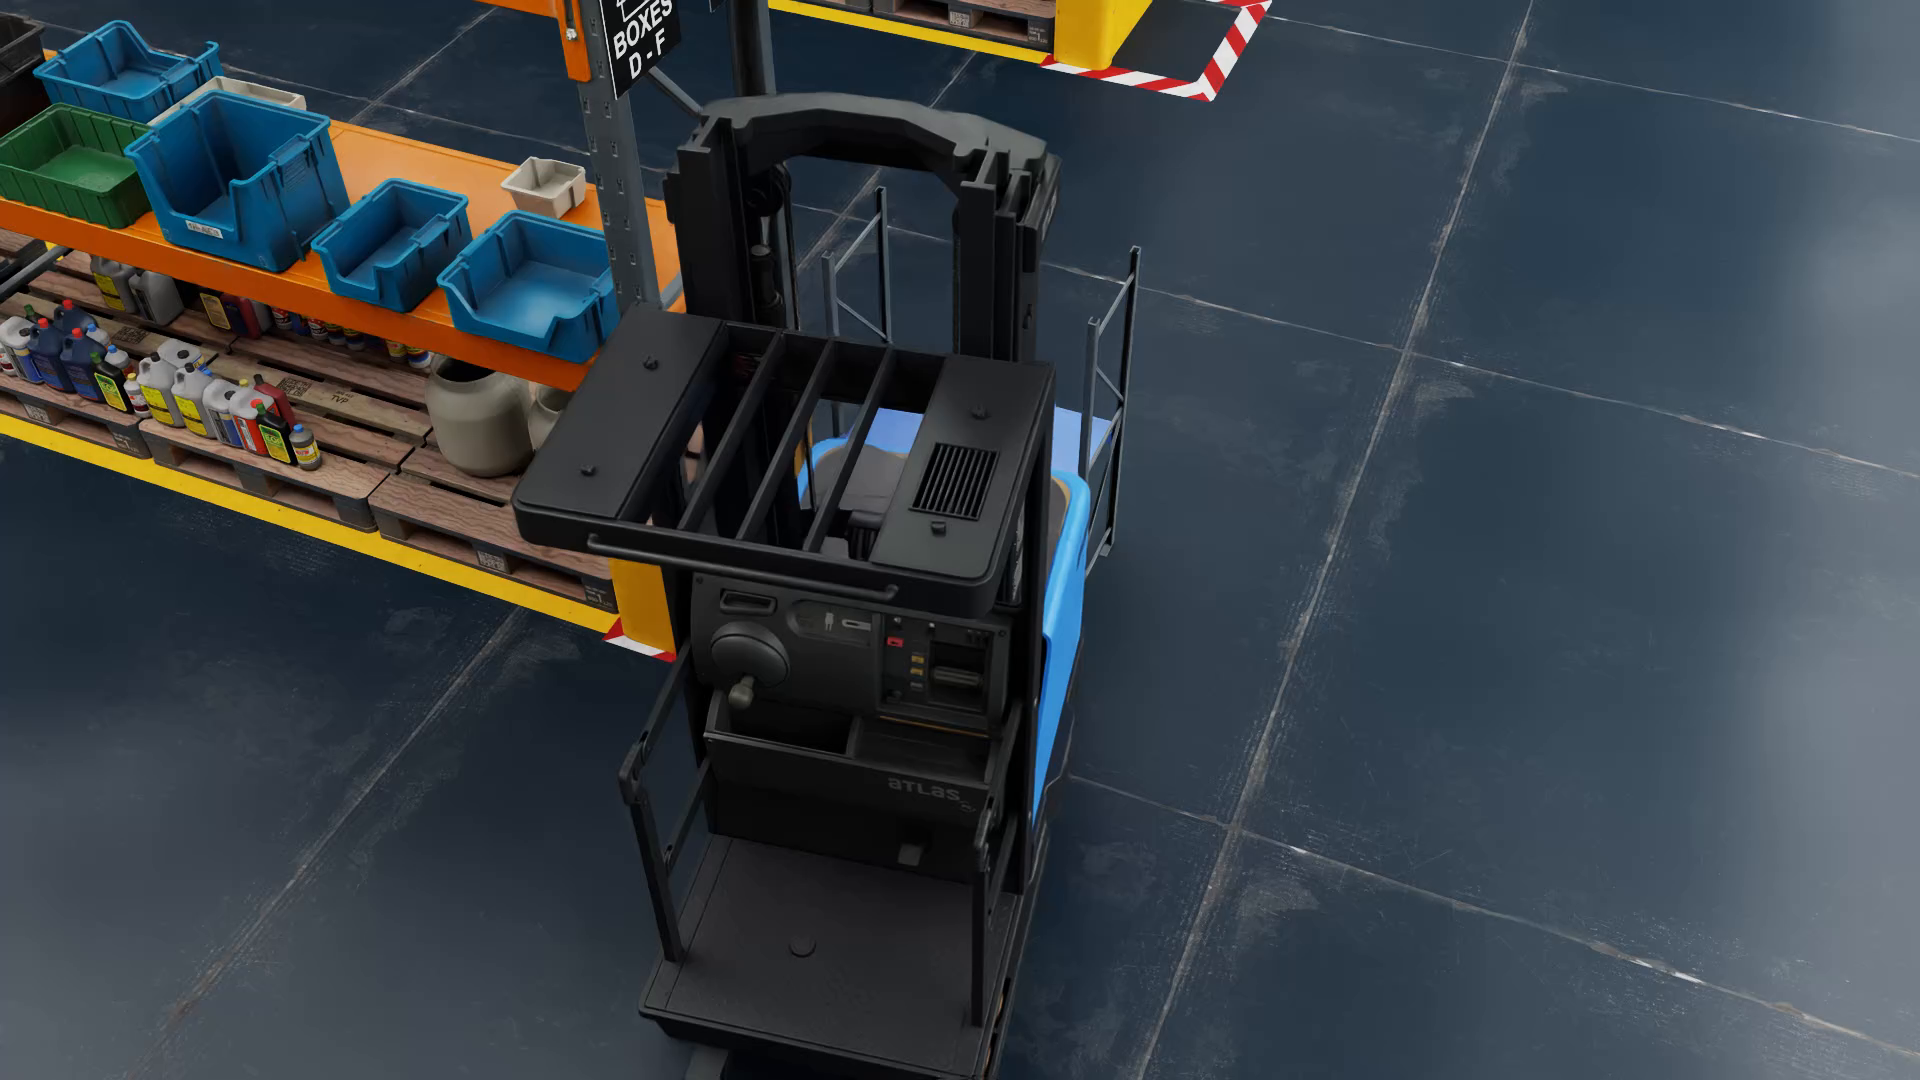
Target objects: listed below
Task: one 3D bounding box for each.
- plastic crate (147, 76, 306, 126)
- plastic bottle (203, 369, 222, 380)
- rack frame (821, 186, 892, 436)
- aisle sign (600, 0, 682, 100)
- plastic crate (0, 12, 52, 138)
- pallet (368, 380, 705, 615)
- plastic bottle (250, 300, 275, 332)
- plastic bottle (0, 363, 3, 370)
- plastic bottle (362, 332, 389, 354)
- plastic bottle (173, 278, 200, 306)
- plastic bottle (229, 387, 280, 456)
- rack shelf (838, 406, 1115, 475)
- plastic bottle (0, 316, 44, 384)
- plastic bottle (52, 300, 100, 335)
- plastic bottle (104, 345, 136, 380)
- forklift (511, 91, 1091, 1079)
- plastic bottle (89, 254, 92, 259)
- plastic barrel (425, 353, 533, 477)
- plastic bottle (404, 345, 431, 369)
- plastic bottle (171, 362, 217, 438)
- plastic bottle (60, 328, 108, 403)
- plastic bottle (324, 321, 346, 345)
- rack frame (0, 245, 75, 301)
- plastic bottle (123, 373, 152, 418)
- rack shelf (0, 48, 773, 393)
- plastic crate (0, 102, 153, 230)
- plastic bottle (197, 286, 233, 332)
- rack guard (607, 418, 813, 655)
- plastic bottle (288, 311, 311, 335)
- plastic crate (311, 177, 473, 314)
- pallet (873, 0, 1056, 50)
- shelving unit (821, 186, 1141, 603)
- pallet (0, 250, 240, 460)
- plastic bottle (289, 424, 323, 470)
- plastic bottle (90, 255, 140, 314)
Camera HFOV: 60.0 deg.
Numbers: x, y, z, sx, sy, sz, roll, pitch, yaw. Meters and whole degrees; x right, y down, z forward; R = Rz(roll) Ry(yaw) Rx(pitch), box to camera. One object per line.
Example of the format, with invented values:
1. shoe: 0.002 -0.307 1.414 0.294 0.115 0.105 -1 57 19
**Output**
1. plastic crate: -3.007 -1.741 6.899 0.437 0.136 0.530 16 47 16
2. plastic bottle: -3.273 -0.659 7.297 0.097 0.201 0.097 0 45 0
3. rack frame: -0.390 -0.647 6.675 0.032 1.500 0.500 16 47 16
4. aisle sign: -0.959 -1.733 4.861 0.004 0.787 0.394 16 47 16
5. plastic crate: -4.169 -1.864 6.880 0.504 0.338 0.767 16 47 16
6. pallet: -1.747 -0.250 7.191 1.213 0.211 1.003 16 47 16
7. plastic bottle: -3.274 -1.128 7.715 0.135 0.276 0.152 17 47 17
8. plastic bottle: -4.384 -0.875 7.514 0.097 0.201 0.097 0 45 0
9. plastic bottle: -2.667 -0.986 7.568 0.133 0.283 0.061 17 47 16
10. plastic bottle: -3.721 -1.289 7.823 0.185 0.351 0.144 14 47 14
11. plastic bottle: -2.997 -0.515 7.099 0.135 0.276 0.152 17 47 16
12. rack shelf: 0.079 -0.381 6.663 1.000 0.185 0.538 16 47 16
13. plastic bottle: -4.169 -0.860 7.445 0.135 0.276 0.152 18 48 17
14. plastic bottle: -3.962 -0.932 7.466 0.185 0.351 0.144 16 47 16
15. plastic bottle: -3.693 -0.744 7.332 0.097 0.271 0.097 0 45 0
16. forklift: -0.365 0.424 4.584 1.130 2.935 3.031 9 46 9
17. plastic bottle: -4.148 -1.379 8.021 0.097 0.201 0.097 0 45 0
18. plastic barrel: -2.011 -0.557 6.988 0.421 0.512 0.421 0 45 0
19. plastic bottle: -2.465 -0.909 7.498 0.097 0.271 0.097 0 45 0
20. plastic bottle: -3.280 -0.621 7.153 0.185 0.351 0.144 18 48 17
21. plastic bottle: -3.844 -0.787 7.320 0.185 0.351 0.144 15 47 14
22. plastic bottle: -2.873 -1.029 7.619 0.097 0.271 0.097 0 45 0
23. rack frame: -4.603 -2.111 7.084 0.127 3.000 1.000 16 47 16
24. plastic bottle: -3.591 -0.642 7.280 0.097 0.201 0.097 0 45 0
25. rack shelf: -2.757 -1.313 6.792 4.000 0.370 1.077 16 47 16
26. plastic crate: -3.459 -1.483 6.603 0.662 0.188 0.450 16 47 16
27. plastic bottle: -3.438 -1.103 7.685 0.133 0.283 0.061 16 47 16
28. rack guard: -1.000 -0.129 6.864 0.348 0.500 1.175 16 47 16
29. plastic bottle: -3.060 -1.084 7.674 0.097 0.271 0.097 0 45 0
30. plastic crate: -2.086 -1.093 6.166 0.408 0.251 0.499 16 47 16
31. pallet: 0.189 -3.525 10.482 1.213 0.211 1.003 16 47 16
32. shelving unit: 0.079 -0.509 6.537 1.048 1.500 0.538 16 47 16
33. pallet: -3.999 -0.913 7.857 1.213 0.211 1.003 16 47 16
34. plastic bottle: -2.775 -0.402 7.038 0.097 0.201 0.097 0 45 0
35. plastic bottle: -3.953 -1.247 7.781 0.185 0.351 0.144 16 47 16
